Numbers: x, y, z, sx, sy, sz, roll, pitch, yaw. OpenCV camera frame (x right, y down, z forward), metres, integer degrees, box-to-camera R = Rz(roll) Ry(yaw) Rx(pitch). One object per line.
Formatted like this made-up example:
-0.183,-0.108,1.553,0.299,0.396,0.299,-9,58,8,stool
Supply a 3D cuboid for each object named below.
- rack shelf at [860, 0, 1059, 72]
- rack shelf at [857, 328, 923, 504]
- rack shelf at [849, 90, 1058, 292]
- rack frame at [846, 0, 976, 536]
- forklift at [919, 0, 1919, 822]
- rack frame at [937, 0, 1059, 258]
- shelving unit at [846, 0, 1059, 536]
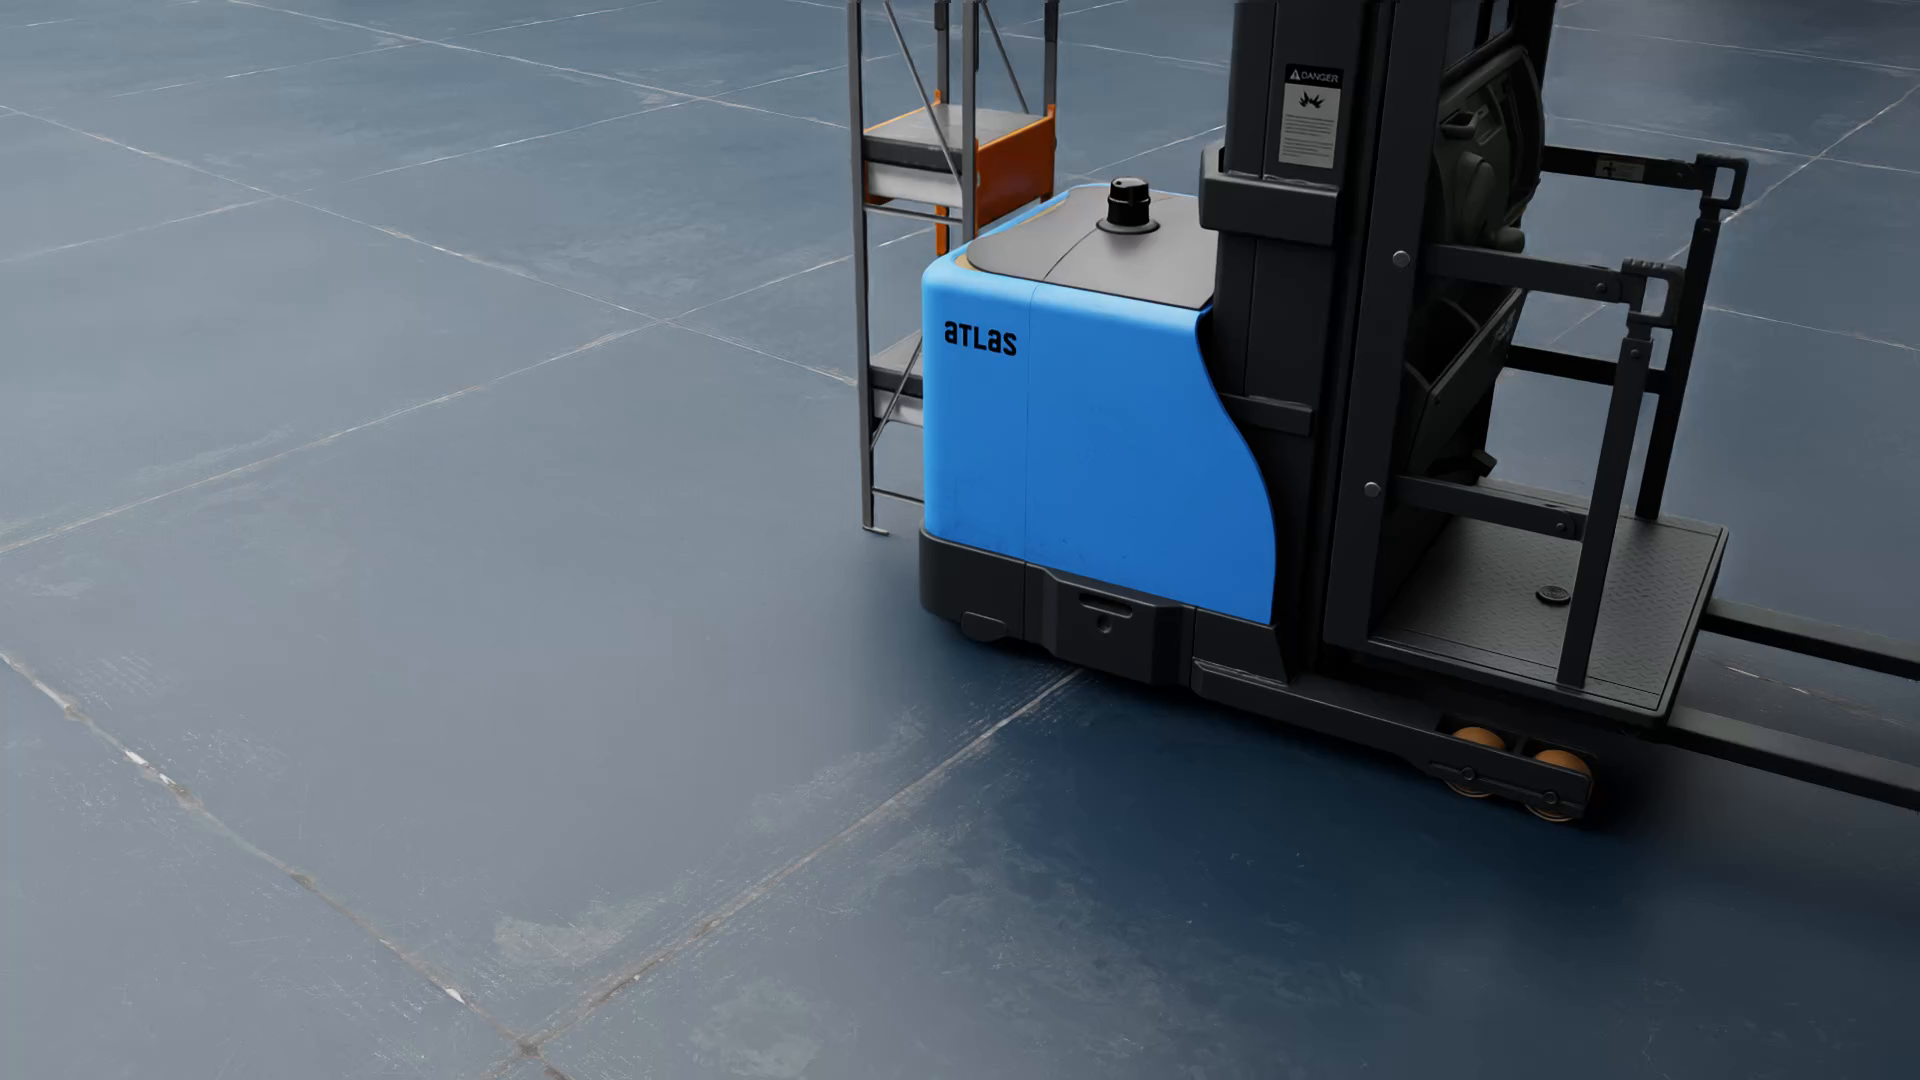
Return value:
-0.014,-1.630,4.622,0.431,0.518,0.480,15,31,26,rack shelf
-0.013,-0.387,5.265,0.431,0.518,0.480,15,31,26,rack shelf
-0.013,-1.008,4.943,0.431,0.518,0.480,15,31,26,rack shelf
-0.134,-0.923,4.749,0.400,2.100,0.015,15,31,26,rack frame
1.422,-0.912,3.823,3.031,2.935,1.130,15,31,26,forklift
0.108,-1.118,5.125,0.400,2.100,0.015,15,31,26,rack frame
-0.013,-1.021,4.937,0.431,2.100,0.503,15,31,26,shelving unit
